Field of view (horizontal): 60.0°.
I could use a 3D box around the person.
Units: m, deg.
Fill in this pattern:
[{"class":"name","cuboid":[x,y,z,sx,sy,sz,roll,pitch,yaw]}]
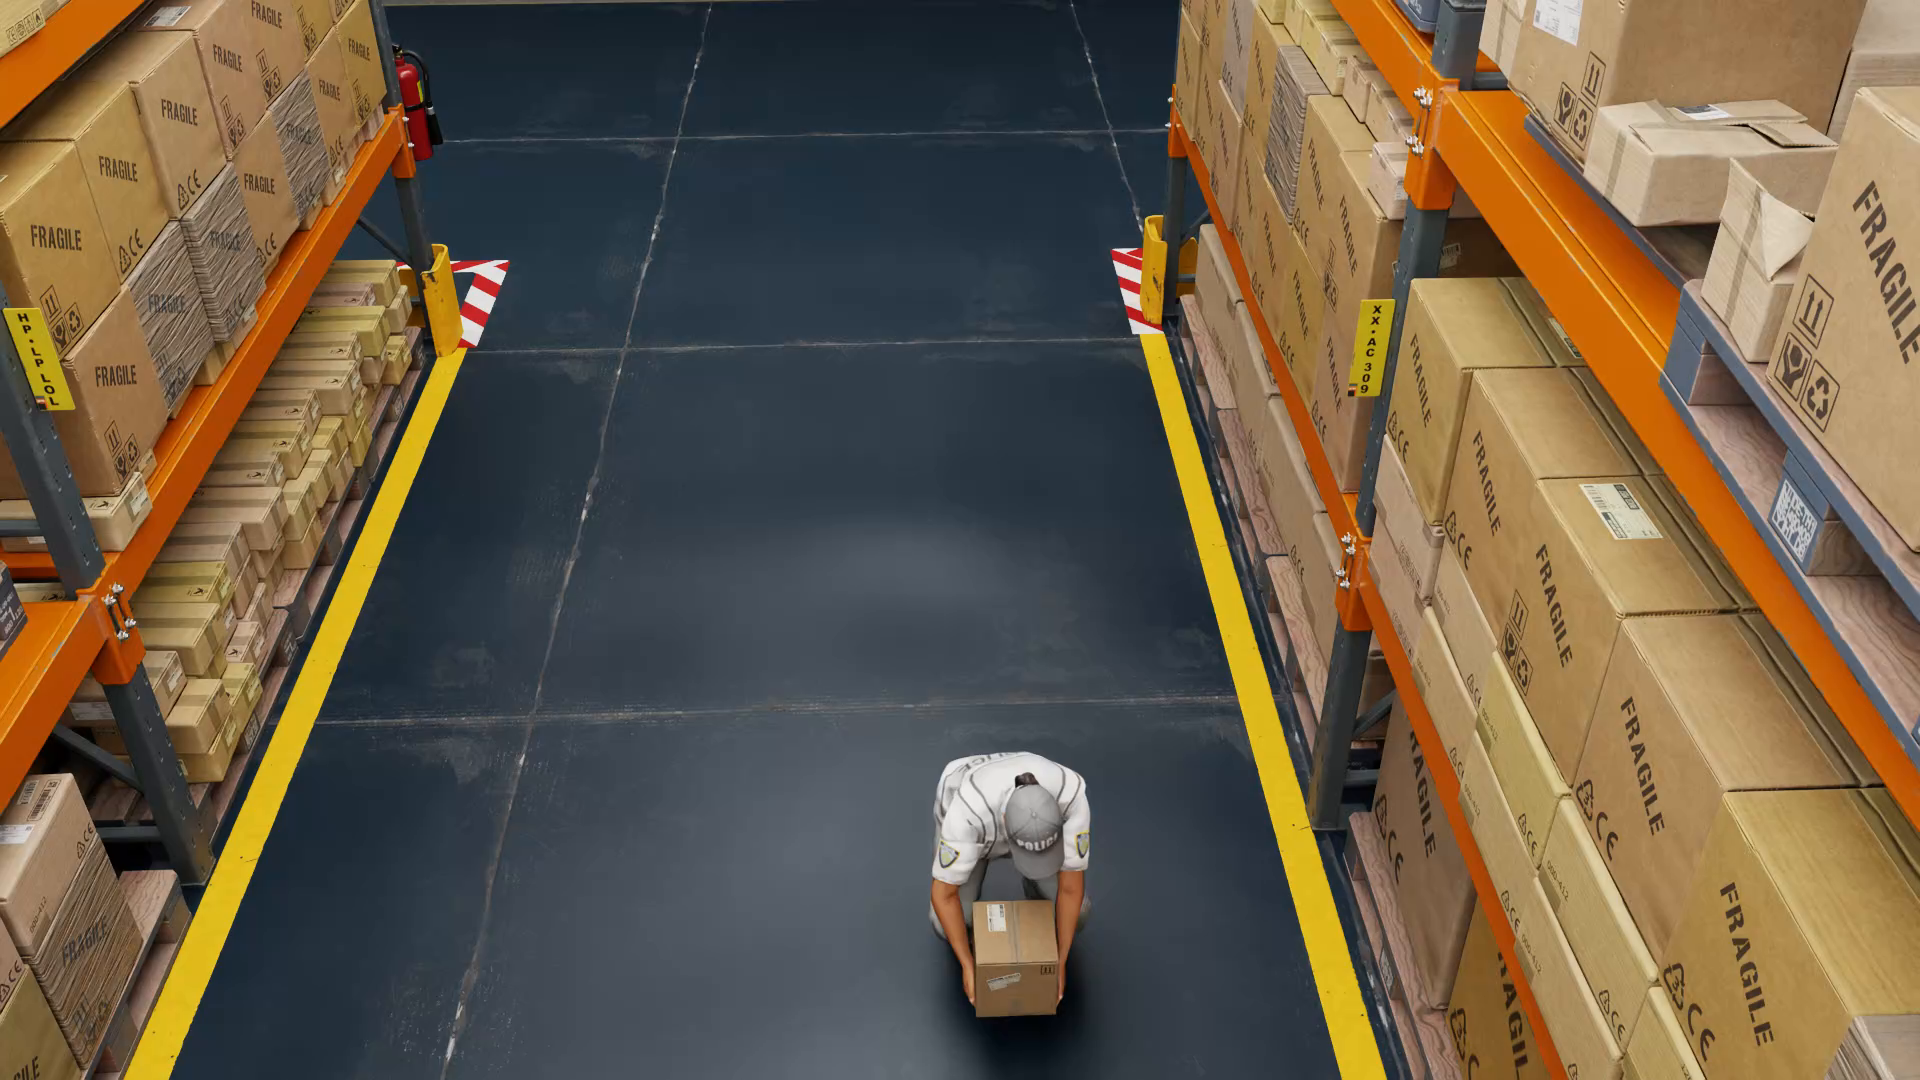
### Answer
[{"class":"person","cuboid":[0.158,0.994,5.388,0.530,0.938,0.847,-2,35,-2]}]
